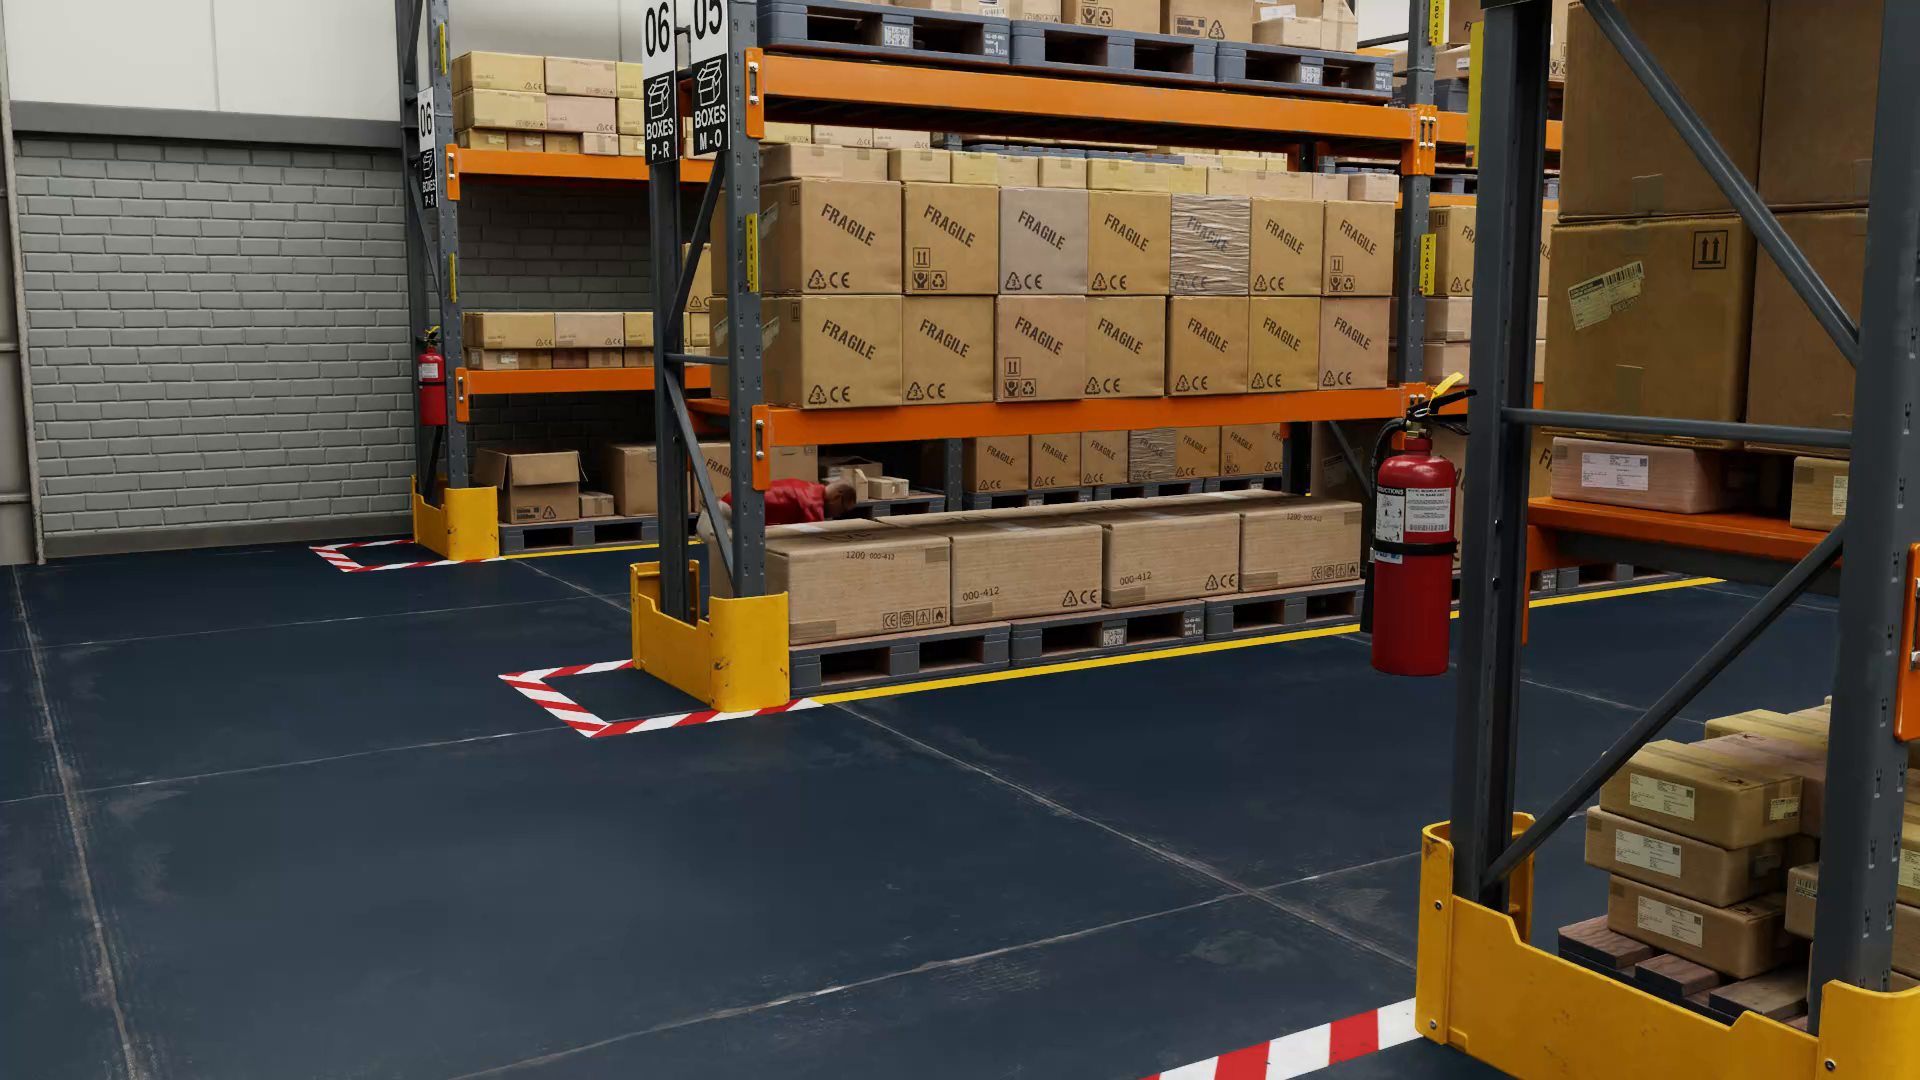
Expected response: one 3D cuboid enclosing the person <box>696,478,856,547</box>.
[{"bbox_3d":[-1.042,0.044,9.589,0.936,0.781,0.527,-2,8,-17],"label":"person"}]
